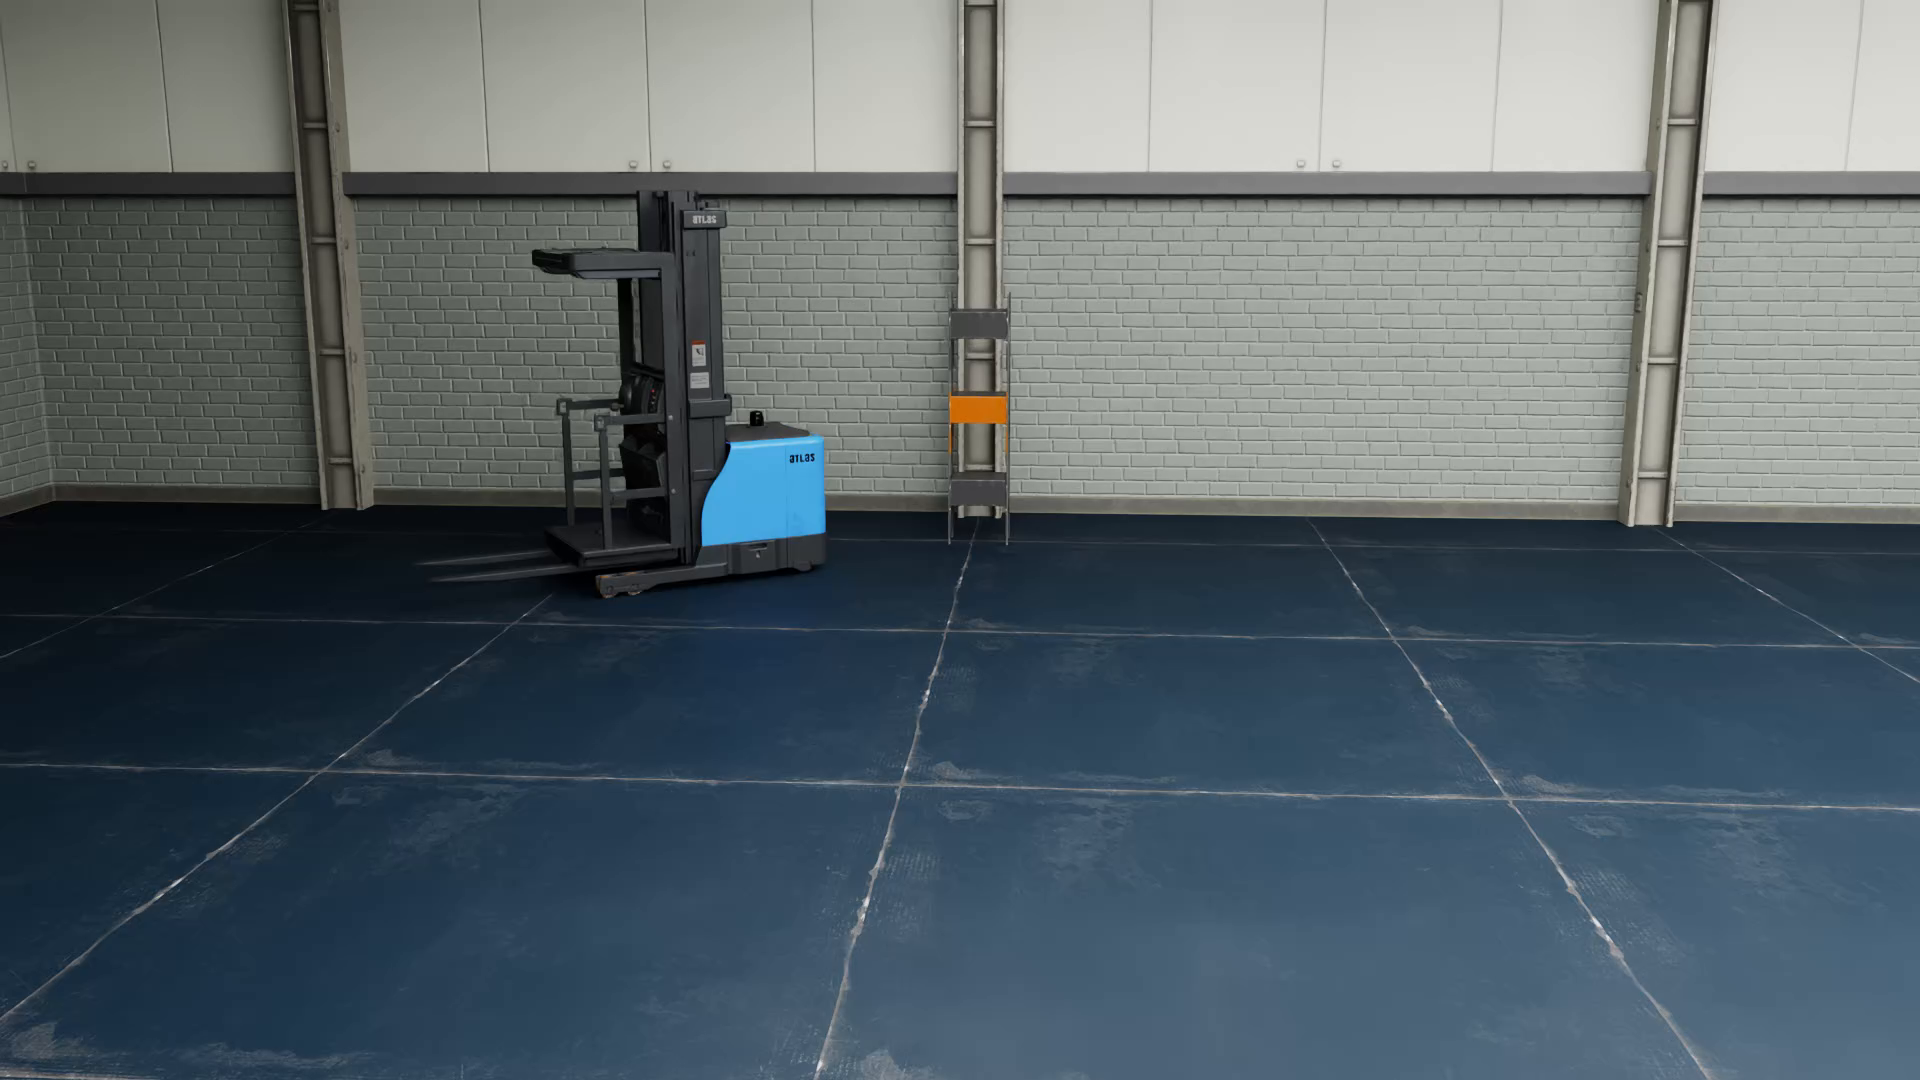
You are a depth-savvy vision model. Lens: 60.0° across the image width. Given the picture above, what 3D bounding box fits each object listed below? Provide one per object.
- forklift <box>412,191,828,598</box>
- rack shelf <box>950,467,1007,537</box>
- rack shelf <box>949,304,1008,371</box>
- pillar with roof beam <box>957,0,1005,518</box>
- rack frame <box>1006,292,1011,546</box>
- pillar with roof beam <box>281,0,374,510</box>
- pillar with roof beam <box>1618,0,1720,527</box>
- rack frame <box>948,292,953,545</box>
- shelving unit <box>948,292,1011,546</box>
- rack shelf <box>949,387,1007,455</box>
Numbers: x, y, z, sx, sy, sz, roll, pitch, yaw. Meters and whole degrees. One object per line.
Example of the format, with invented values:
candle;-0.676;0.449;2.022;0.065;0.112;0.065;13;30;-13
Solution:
forklift;-2.585;-1.132;12.522;3.031;2.935;1.130;-6;13;-28
rack shelf;0.165;-0.327;14.188;0.480;0.518;0.431;1;12;4
rack shelf;0.165;-1.697;13.902;0.480;0.518;0.431;1;12;4
pillar with roof beam;-0.103;-3.759;10.259;0.400;9.000;9.100;1;12;4
rack frame;0.409;-1.022;14.026;0.015;2.100;0.400;1;12;4
pillar with roof beam;-6.089;-3.841;10.652;0.400;9.000;9.100;1;12;4
pillar with roof beam;5.884;-3.677;9.867;0.400;9.000;9.100;1;12;4
rack frame;-0.078;-1.029;14.058;0.015;2.100;0.400;1;12;4
shelving unit;0.165;-1.025;14.042;0.503;2.100;0.431;1;12;4
rack shelf;0.165;-1.012;14.045;0.480;0.518;0.431;1;12;4
